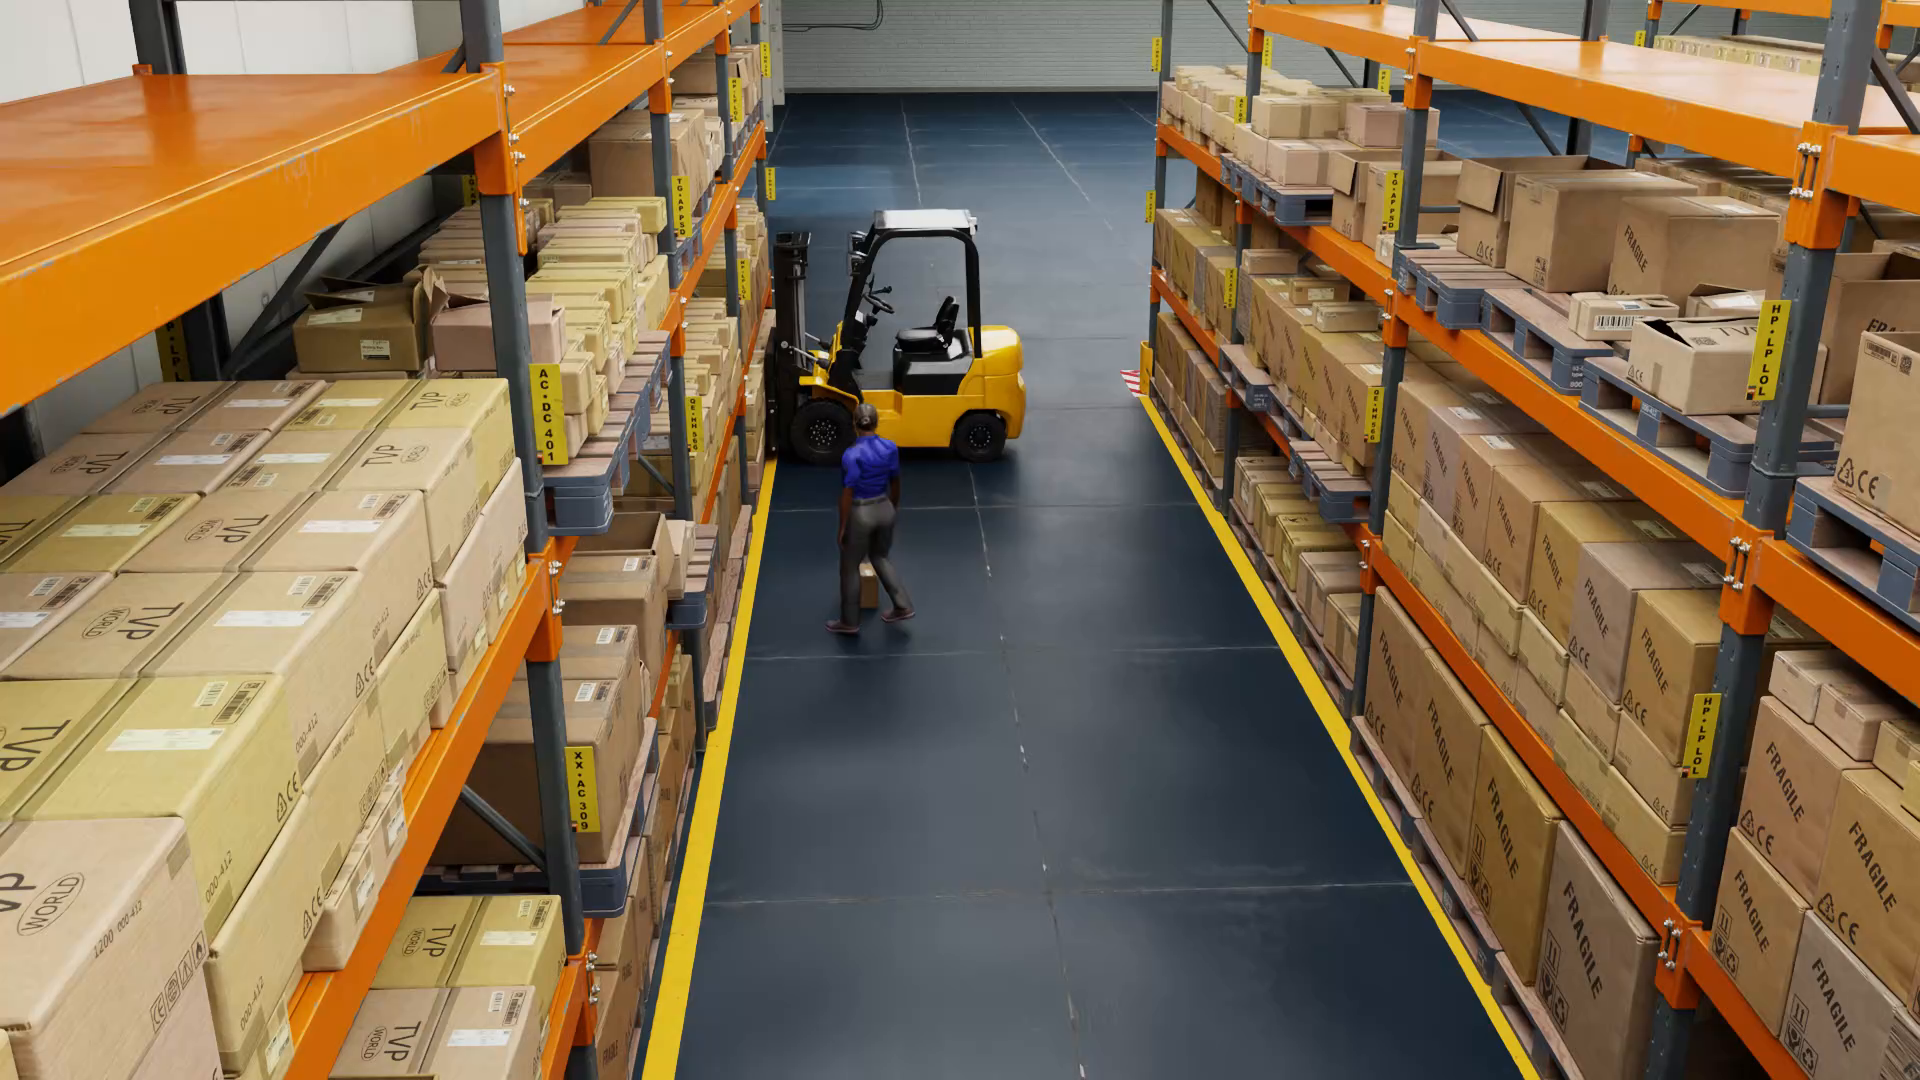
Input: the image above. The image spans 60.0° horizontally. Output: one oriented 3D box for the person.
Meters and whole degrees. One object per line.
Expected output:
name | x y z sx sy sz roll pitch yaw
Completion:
person | -0.630 -0.131 11.450 0.511 1.663 0.532 -16 26 -36
